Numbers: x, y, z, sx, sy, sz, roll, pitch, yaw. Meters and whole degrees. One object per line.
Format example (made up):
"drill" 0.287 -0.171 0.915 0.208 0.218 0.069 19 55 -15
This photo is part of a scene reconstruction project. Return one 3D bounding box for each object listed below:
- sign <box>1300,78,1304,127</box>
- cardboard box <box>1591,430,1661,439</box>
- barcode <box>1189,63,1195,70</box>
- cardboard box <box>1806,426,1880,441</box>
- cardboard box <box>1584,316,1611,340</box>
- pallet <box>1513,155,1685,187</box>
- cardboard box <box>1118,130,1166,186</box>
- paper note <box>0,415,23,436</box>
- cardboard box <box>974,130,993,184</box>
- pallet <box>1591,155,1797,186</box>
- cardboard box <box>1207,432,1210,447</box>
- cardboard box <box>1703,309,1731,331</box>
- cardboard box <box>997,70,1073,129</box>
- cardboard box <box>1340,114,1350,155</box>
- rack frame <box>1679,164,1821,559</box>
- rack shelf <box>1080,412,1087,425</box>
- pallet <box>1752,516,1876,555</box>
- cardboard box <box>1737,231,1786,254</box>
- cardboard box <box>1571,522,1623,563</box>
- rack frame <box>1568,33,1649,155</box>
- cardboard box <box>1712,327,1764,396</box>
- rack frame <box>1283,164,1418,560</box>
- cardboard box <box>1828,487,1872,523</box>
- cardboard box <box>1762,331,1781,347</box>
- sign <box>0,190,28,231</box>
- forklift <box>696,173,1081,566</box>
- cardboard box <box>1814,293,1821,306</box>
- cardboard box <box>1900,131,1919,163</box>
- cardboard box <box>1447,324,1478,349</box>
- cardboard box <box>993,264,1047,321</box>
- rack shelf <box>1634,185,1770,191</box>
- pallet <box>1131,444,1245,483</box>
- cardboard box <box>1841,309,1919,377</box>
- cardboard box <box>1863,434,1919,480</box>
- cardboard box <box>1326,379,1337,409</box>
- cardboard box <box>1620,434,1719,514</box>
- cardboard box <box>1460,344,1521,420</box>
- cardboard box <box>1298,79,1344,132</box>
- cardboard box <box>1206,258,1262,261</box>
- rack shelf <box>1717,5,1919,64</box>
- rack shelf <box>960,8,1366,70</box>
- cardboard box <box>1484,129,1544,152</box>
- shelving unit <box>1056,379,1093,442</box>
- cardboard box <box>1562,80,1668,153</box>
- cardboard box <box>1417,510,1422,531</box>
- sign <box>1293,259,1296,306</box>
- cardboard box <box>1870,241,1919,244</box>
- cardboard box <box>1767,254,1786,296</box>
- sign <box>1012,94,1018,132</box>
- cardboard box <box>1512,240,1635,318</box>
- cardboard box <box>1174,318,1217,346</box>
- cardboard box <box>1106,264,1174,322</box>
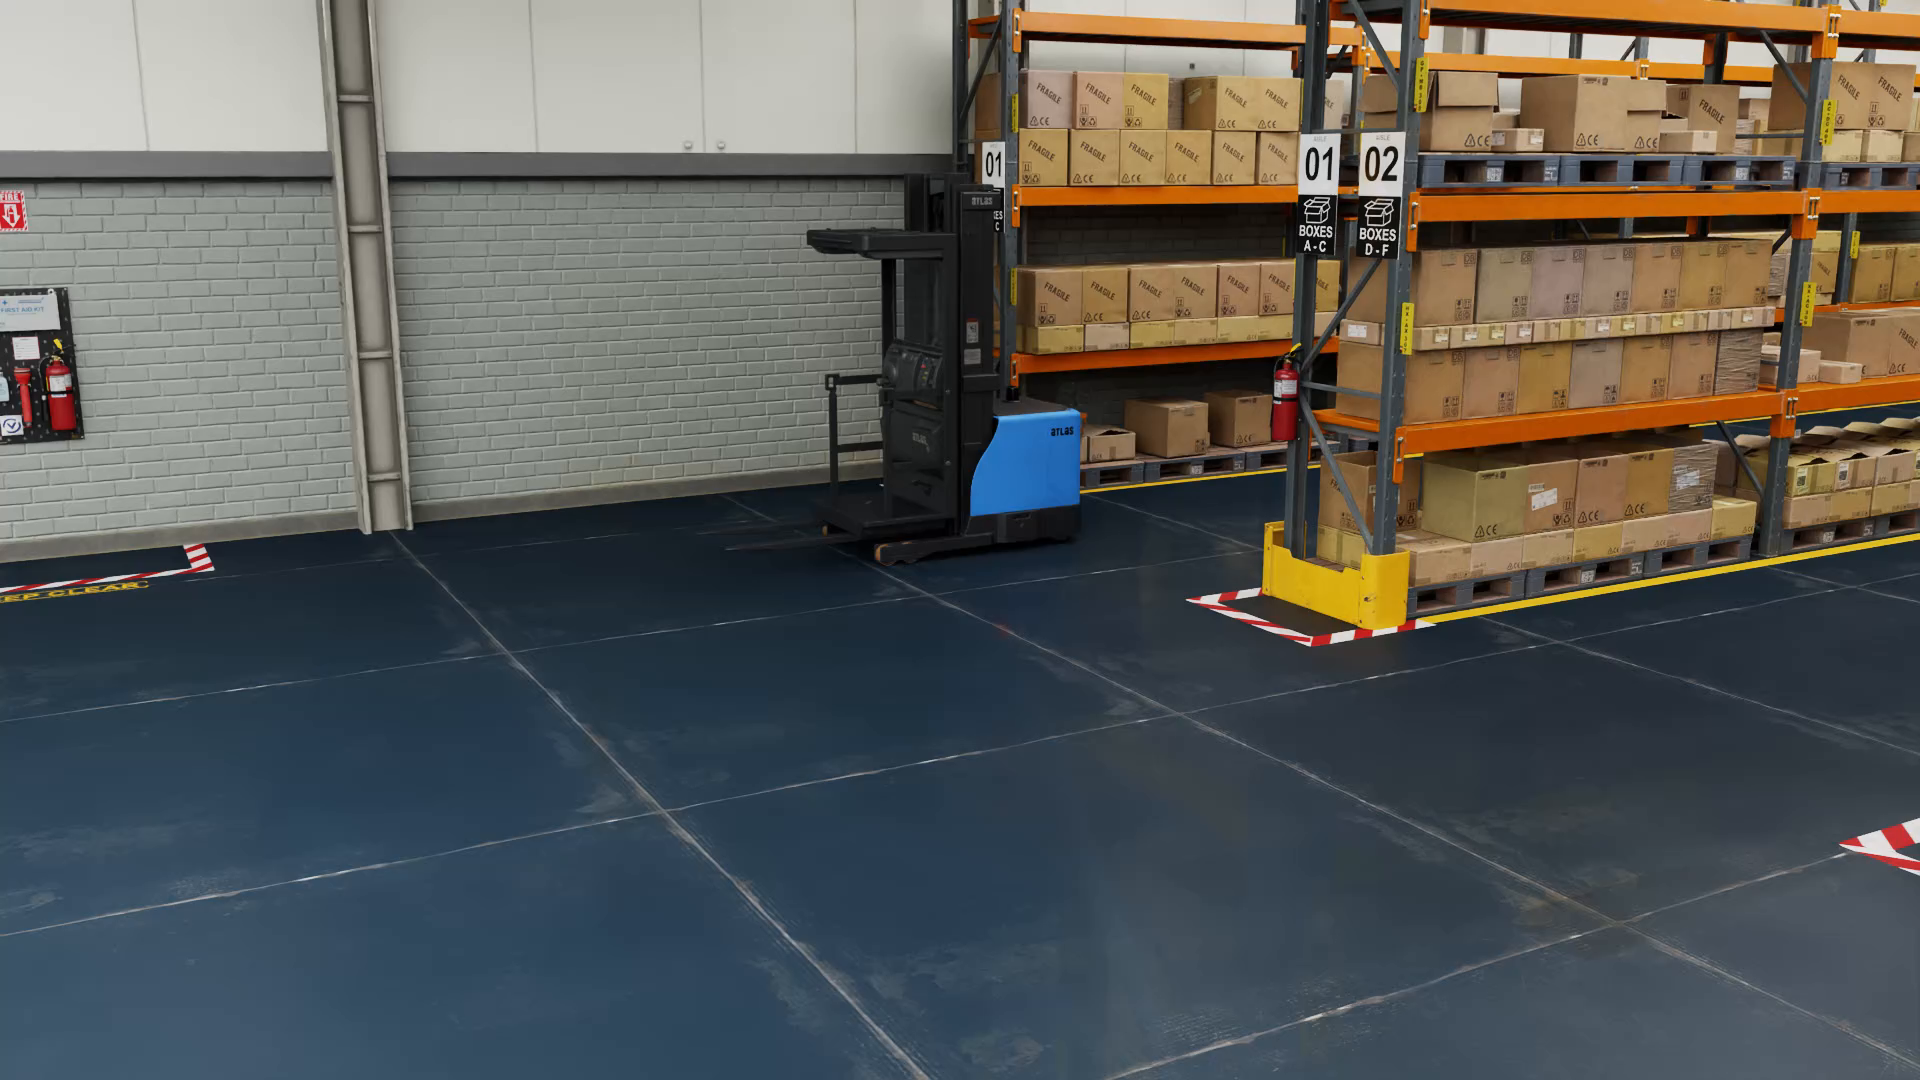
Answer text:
"sign" 2.348 -2.961 11.265 0.005 0.325 0.100 -7 14 -28
"cardboard box" 5.115 -0.605 13.065 0.500 0.500 0.500 -7 14 -28
"barcode" 2.304 -4.700 16.502 0.075 0.075 0.001 -7 14 -28
"cardboard box" 7.661 -0.814 14.422 0.500 0.311 0.500 -7 14 -29
"cardboard box" 4.393 -1.524 11.846 0.250 0.149 0.380 -7 14 -27
"pallet" 4.301 -2.617 11.774 1.213 0.211 1.003 -7 14 -28
"cardboard box" 1.575 -3.566 15.518 0.500 0.500 0.500 -6 14 -25
"paper note" -7.223 -0.874 12.665 0.142 0.148 0.016 -7 14 -28
"cardboard box" 0.464 -3.567 15.521 0.500 0.500 0.500 -6 14 -24
"pallet" 5.371 -2.744 12.341 1.213 0.211 1.003 -7 14 -28
"cardboard box" 2.317 -1.032 16.855 0.250 0.149 0.380 -8 15 -32
"cardboard box" 5.524 -1.660 12.450 0.250 0.149 0.380 -7 15 -30
"cardboard box" 0.674 -3.956 14.971 0.500 0.500 0.500 -8 15 -32
"cardboard box" 4.248 -4.132 17.122 0.500 0.500 0.500 -5 13 -20
"rack frame" 6.107 -1.419 13.081 0.127 3.000 1.000 -7 14 -28
"rack shelf" 0.936 -1.058 14.136 0.180 0.103 0.258 7 9 -24
"pallet" 6.735 -0.143 13.765 1.213 0.211 1.003 -7 14 -28
"cardboard box" 9.563 -3.580 20.026 0.500 0.250 0.500 -7 14 -27
"cardboard box" 4.491 -0.032 12.227 0.500 0.250 0.500 -7 14 -28
"rack frame" 7.241 -5.721 18.532 0.127 3.000 1.000 -7 14 -28
"cardboard box" 5.720 -1.420 12.857 0.500 0.500 0.700 -7 15 -29
"rack frame" 2.596 -0.998 11.211 0.127 3.000 1.000 -7 14 -28
"cardboard box" 7.029 -0.330 13.551 0.500 0.250 0.500 -6 14 -26
"cardboard box" 9.465 -2.183 20.418 0.750 0.750 0.750 -6 14 -26
"sign" -7.090 -2.458 12.419 0.199 0.298 0.001 -7 14 -28
"forklift" -0.554 -1.364 12.994 3.031 2.935 1.130 -7 14 -28
"cardboard box" 10.381 -2.981 20.548 0.250 0.149 0.380 -7 14 -27
"cardboard box" 7.814 -3.203 13.563 0.500 0.250 0.500 -8 15 -33
"cardboard box" 3.274 -1.391 11.254 0.250 0.149 0.380 -7 15 -29
"cardboard box" 0.531 -2.345 15.786 0.500 0.500 0.500 -7 14 -28
"rack shelf" 8.996 -4.117 19.876 4.000 0.370 1.077 -7 14 -28
"pallet" 2.085 -0.806 16.709 1.213 0.211 1.003 -7 14 -28
"cardboard box" 7.691 -1.653 13.896 0.500 0.500 0.500 -7 14 -28
"cardboard box" 7.938 -0.713 13.975 0.500 0.311 0.500 -6 14 -26
"cardboard box" 4.368 -1.449 17.906 0.500 0.500 0.700 -6 14 -26
"cardboard box" 5.360 -0.507 12.627 0.500 0.500 0.500 -7 14 -28
"cardboard box" 3.470 -1.149 11.657 0.500 0.500 0.700 -6 14 -26
"cardboard box" 3.420 -4.278 16.403 0.500 0.500 0.500 -8 15 -33
"cardboard box" 2.762 -2.612 16.974 0.500 0.500 0.500 -7 14 -28
"rack shelf" 7.862 -4.010 13.480 4.000 0.370 1.077 -7 14 -28
"rack shelf" 1.975 -4.737 15.807 4.000 0.370 1.077 -7 14 -28
"cardboard box" 3.713 -2.702 11.247 0.250 0.149 0.380 -7 14 -28
"shelving unit" 0.877 -0.751 14.180 0.189 1.200 0.258 7 9 -24
"cardboard box" 4.601 -3.057 12.017 0.637 0.503 0.797 -5 14 -22
"cardboard box" 3.358 -0.030 12.215 0.500 0.250 0.500 -7 14 -28
"sign" 2.348 -1.784 11.529 0.005 0.325 0.100 -7 14 -28
"cardboard box" 12.513 -3.569 21.953 0.700 0.700 0.980 -8 15 -31
"cardboard box" 9.579 -3.214 20.109 0.500 0.500 0.500 -7 14 -28
"sign" 0.479 -3.737 14.562 0.005 0.325 0.100 -7 14 -28
"cardboard box" 4.399 -1.894 12.011 0.500 0.500 0.700 -7 14 -28
"cardboard box" 2.143 -2.041 16.144 0.500 0.250 0.500 -7 14 -27
"cardboard box" 1.677 -2.350 15.808 0.500 0.500 0.500 -7 15 -30
